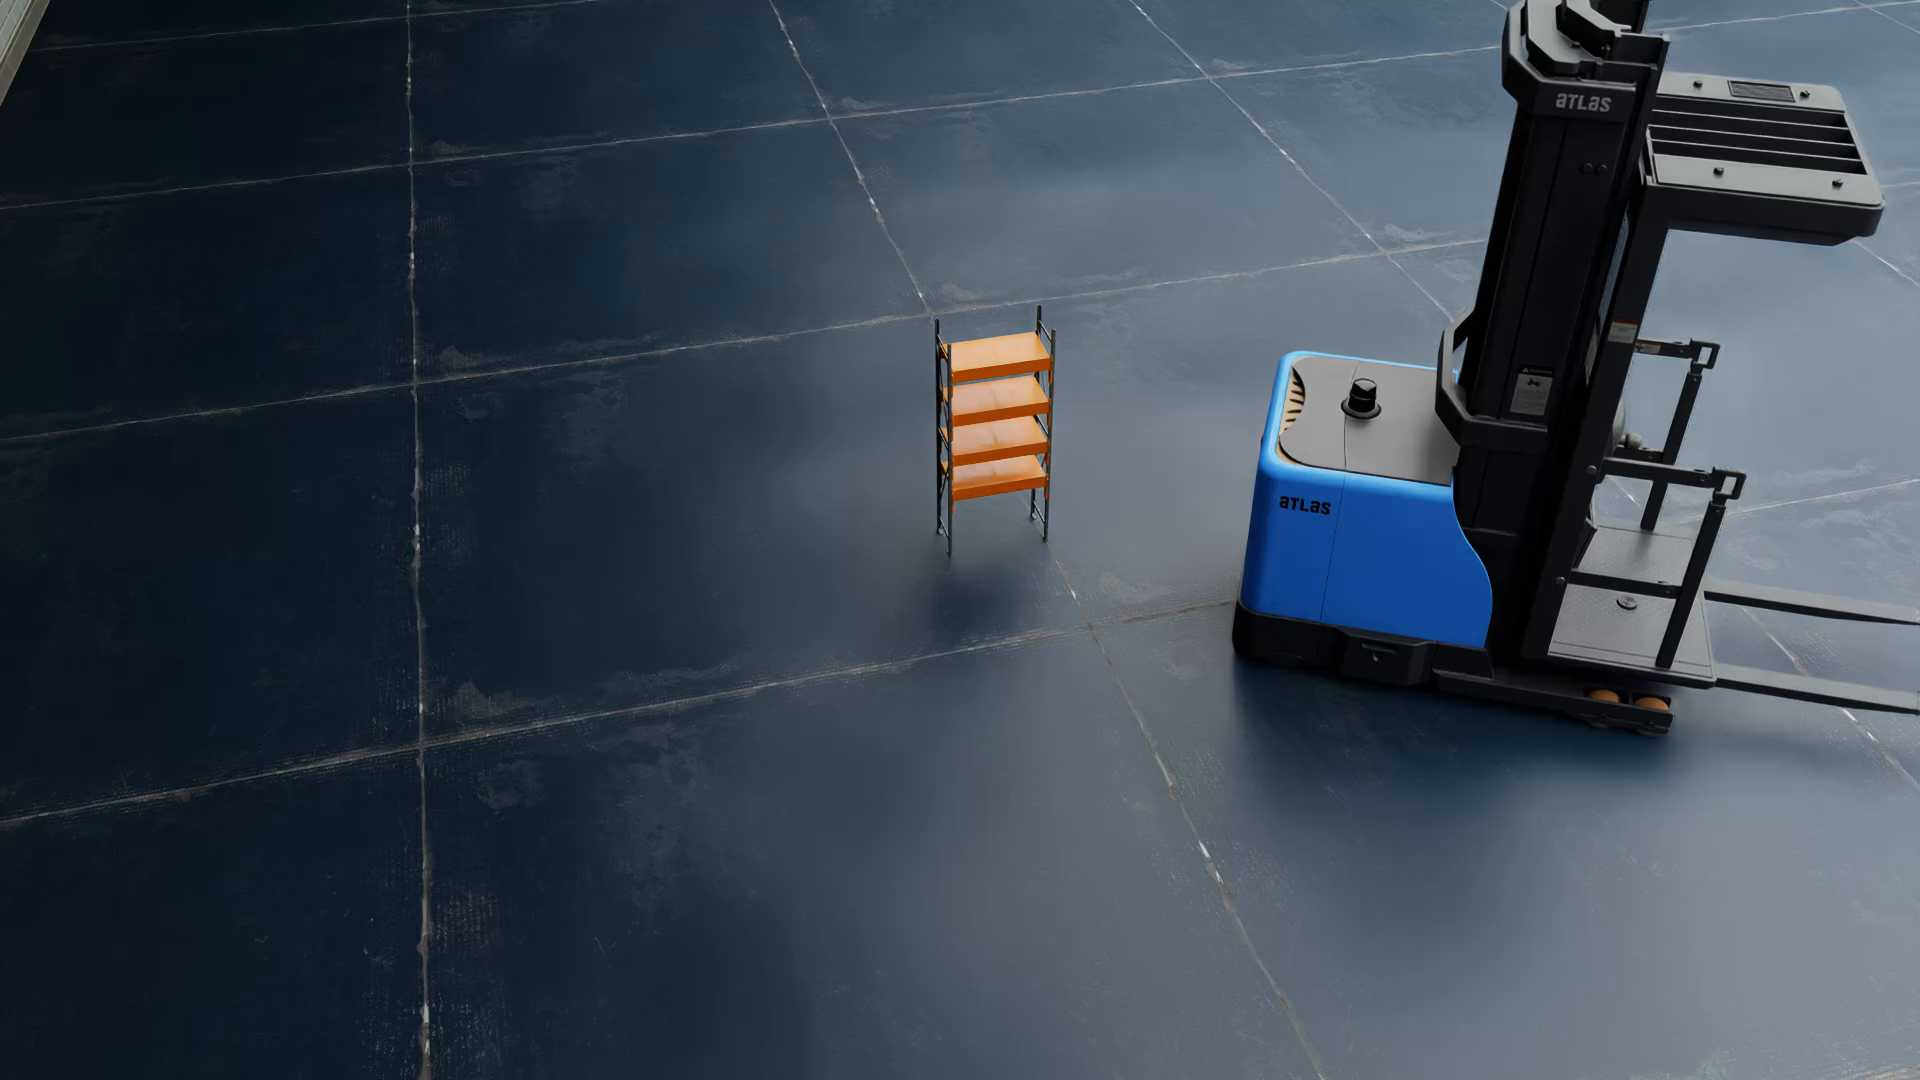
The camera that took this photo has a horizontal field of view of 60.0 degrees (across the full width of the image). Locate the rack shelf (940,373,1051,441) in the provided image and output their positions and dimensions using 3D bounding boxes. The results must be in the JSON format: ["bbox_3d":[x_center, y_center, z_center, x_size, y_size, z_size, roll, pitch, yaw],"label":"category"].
[{"bbox_3d":[0.160,-0.627,7.804,0.480,0.148,0.258,-9,38,-12],"label":"rack shelf"}]

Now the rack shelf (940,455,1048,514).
[{"bbox_3d":[0.160,-0.292,8.061,0.480,0.148,0.258,-9,38,-12],"label":"rack shelf"}]

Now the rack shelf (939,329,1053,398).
[{"bbox_3d":[0.160,-0.815,7.660,0.480,0.148,0.258,-9,38,-12],"label":"rack shelf"}]

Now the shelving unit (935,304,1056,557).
[{"bbox_3d":[0.160,-0.503,7.899,0.503,1.200,0.258,-9,38,-12],"label":"shelving unit"}]

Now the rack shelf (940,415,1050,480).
[{"bbox_3d":[0.160,-0.449,7.940,0.480,0.148,0.258,-9,38,-12],"label":"rack shelf"}]

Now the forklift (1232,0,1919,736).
[{"bbox_3d":[2.804,-0.684,6.711,3.031,2.935,1.130,9,38,11],"label":"forklift"}]

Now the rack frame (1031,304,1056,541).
[{"bbox_3d":[0.395,-0.541,7.950,0.015,1.200,0.240,-9,38,-12],"label":"rack frame"}]

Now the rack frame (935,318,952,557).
[{"bbox_3d":[-0.076,-0.464,7.849,0.015,1.200,0.240,-9,38,-12],"label":"rack frame"}]
